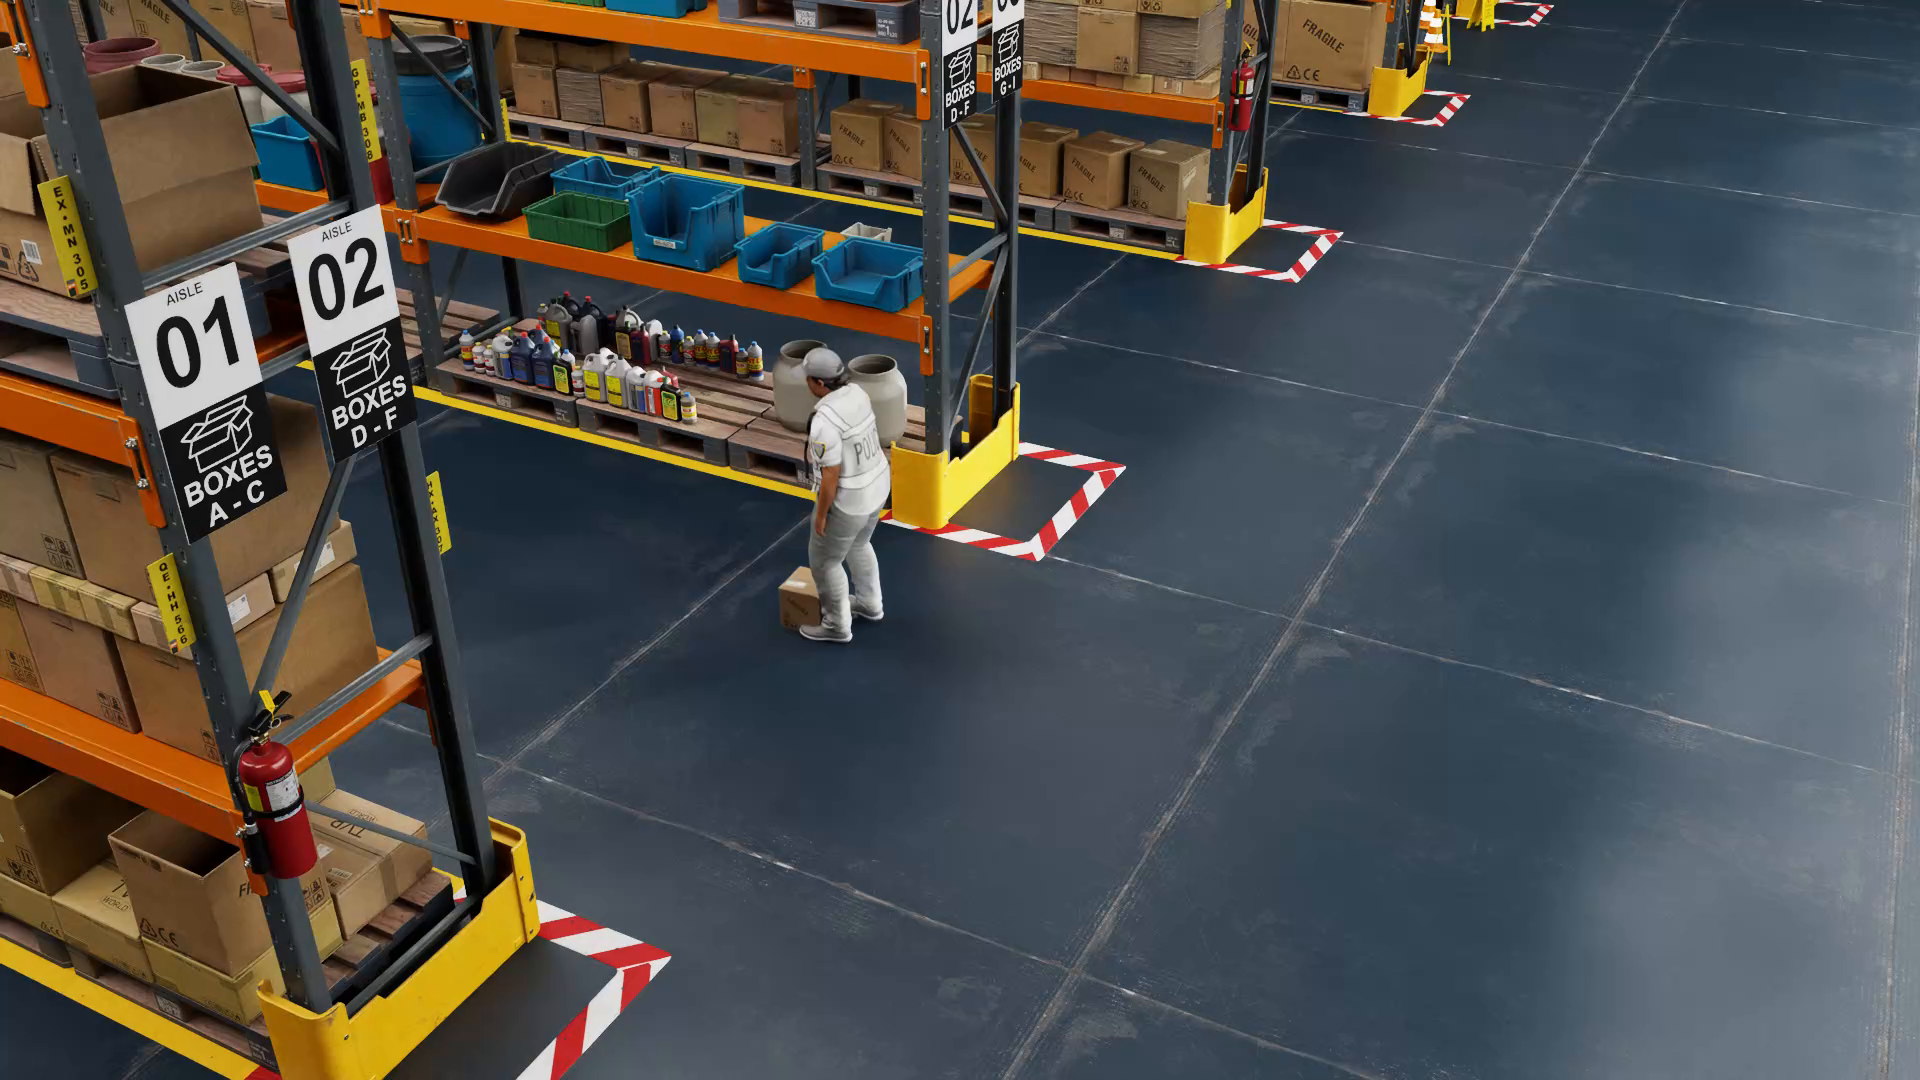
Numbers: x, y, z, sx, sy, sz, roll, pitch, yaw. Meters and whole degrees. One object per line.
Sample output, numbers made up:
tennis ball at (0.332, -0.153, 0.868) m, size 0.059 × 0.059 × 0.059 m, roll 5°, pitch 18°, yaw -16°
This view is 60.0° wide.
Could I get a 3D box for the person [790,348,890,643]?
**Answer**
person at (-0.618, -0.231, 8.676) m, size 0.470 × 1.664 × 0.549 m, roll 13°, pitch 33°, yaw 21°
